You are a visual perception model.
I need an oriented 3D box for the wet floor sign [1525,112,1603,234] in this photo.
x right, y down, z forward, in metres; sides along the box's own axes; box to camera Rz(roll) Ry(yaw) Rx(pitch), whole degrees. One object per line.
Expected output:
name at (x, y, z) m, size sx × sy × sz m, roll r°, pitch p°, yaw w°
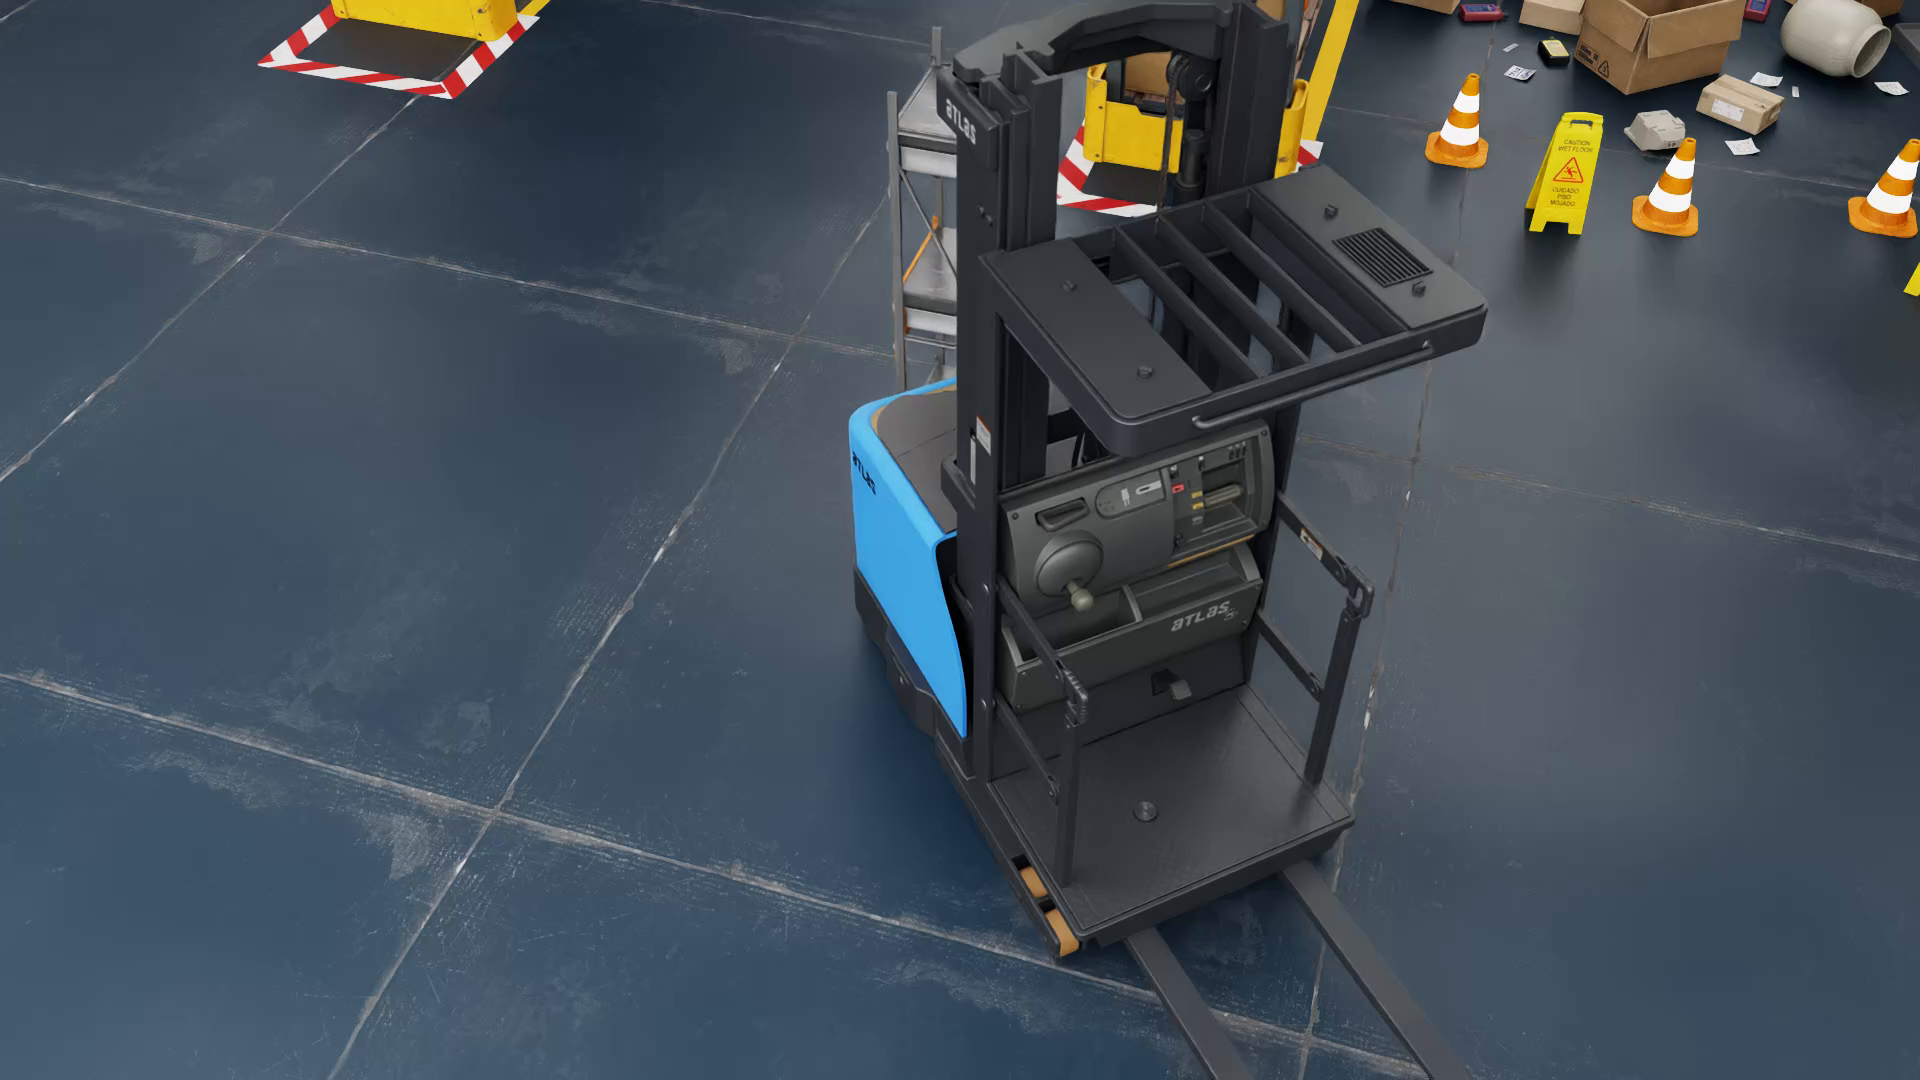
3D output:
wet floor sign at (3.169, -1.938, 8.668) m, size 0.267 × 0.644 × 0.232 m, roll 5°, pitch 45°, yaw 5°

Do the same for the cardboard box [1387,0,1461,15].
cardboard box at (3.010, -3.740, 10.612) m, size 0.500 × 0.500 × 0.500 m, roll 20°, pitch 48°, yaw 19°

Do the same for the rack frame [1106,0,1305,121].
rack frame at (1.291, -3.218, 8.293) m, size 1.000 × 3.000 × 0.127 m, roll 13°, pitch 46°, yaw 13°

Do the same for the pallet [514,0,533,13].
pallet at (-3.103, -3.924, 11.008) m, size 1.003 × 0.211 × 1.213 m, roll 13°, pitch 46°, yaw 13°

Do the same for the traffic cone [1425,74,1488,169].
traffic cone at (2.805, -2.365, 9.235) m, size 0.336 × 0.463 × 0.334 m, roll 13°, pitch 46°, yaw 13°

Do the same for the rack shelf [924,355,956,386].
rack shelf at (0.016, -0.401, 7.078) m, size 0.431 × 0.518 × 0.480 m, roll 13°, pitch 46°, yaw 13°

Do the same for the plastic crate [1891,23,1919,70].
plastic crate at (5.994, -2.987, 10.144) m, size 0.402 × 0.080 × 0.583 m, roll -2°, pitch 44°, yaw -2°

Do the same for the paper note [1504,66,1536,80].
paper note at (3.372, -2.814, 10.004) m, size 0.144 × 0.017 × 0.142 m, roll 28°, pitch 51°, yaw 26°

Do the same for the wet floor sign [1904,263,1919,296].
wet floor sign at (4.962, -1.496, 8.216) m, size 0.267 × 0.644 × 0.232 m, roll 28°, pitch 51°, yaw 26°

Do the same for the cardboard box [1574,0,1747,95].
cardboard box at (4.158, -3.052, 9.908) m, size 0.797 × 0.503 × 0.637 m, roll -16°, pitch 47°, yaw -16°

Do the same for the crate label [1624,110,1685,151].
crate label at (3.958, -2.320, 9.421) m, size 0.250 × 0.136 × 0.298 m, roll -9°, pitch 45°, yaw -9°

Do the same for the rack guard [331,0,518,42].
rack guard at (-3.382, -3.493, 10.362) m, size 1.175 × 0.500 × 0.348 m, roll 13°, pitch 46°, yaw 13°

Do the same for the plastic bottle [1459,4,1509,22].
plastic bottle at (3.314, -3.333, 10.511) m, size 0.283 × 0.061 × 0.133 m, roll -2°, pitch 44°, yaw -2°

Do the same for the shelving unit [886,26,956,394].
shelving unit at (0.016, -0.911, 6.579) m, size 0.431 × 2.100 × 0.503 m, roll 13°, pitch 46°, yaw 13°

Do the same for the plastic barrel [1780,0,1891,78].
plastic barrel at (5.222, -3.014, 9.926) m, size 0.421 × 0.421 × 0.512 m, roll -24°, pitch 49°, yaw -22°

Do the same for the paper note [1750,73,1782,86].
paper note at (4.829, -2.758, 9.954) m, size 0.148 × 0.019 × 0.142 m, roll 28°, pitch 51°, yaw 26°

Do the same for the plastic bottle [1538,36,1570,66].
plastic bottle at (3.621, -2.996, 10.167) m, size 0.133 × 0.061 × 0.283 m, roll -2°, pitch 44°, yaw -2°

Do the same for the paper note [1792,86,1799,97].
paper note at (4.953, -2.658, 9.858) m, size 0.032 × 0.001 × 0.123 m, roll 13°, pitch 46°, yaw 13°

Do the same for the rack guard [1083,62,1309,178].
rack guard at (1.284, -2.309, 9.151) m, size 1.175 × 0.500 × 0.348 m, roll 13°, pitch 46°, yaw 13°

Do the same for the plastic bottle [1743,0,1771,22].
plastic bottle at (5.073, -3.390, 10.570) m, size 0.133 × 0.061 × 0.283 m, roll 20°, pitch 48°, yaw 19°

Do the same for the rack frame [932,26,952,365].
rack frame at (0.091, -1.074, 6.745) m, size 0.400 × 2.100 × 0.015 m, roll 13°, pitch 46°, yaw 13°

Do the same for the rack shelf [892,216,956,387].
rack shelf at (0.016, -0.902, 6.589) m, size 0.431 × 0.518 × 0.480 m, roll 13°, pitch 46°, yaw 13°

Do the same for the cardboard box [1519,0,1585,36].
cardboard box at (3.737, -3.371, 10.405) m, size 0.396 × 0.266 × 0.258 m, roll 20°, pitch 48°, yaw 19°

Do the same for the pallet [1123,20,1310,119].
pallet at (1.459, -2.771, 9.830) m, size 1.003 × 0.211 × 1.213 m, roll 13°, pitch 46°, yaw 13°

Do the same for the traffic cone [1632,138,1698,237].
traffic cone at (3.779, -1.899, 8.759) m, size 0.336 × 0.463 × 0.334 m, roll 13°, pitch 46°, yaw 13°

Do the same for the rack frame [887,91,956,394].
rack frame at (-0.058, -0.749, 6.413) m, size 0.400 × 2.100 × 0.015 m, roll 13°, pitch 46°, yaw 13°

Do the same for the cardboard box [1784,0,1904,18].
cardboard box at (5.629, -3.585, 10.453) m, size 0.500 × 0.500 × 0.500 m, roll -24°, pitch 49°, yaw -22°

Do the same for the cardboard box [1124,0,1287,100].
cardboard box at (1.434, -3.075, 9.366) m, size 0.875 × 0.875 × 0.875 m, roll 13°, pitch 46°, yaw 13°

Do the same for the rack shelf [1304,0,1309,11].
rack shelf at (1.897, -4.294, 9.907) m, size 1.077 × 0.370 × 4.000 m, roll 13°, pitch 46°, yaw 13°

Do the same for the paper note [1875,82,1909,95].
paper note at (5.537, -2.690, 9.876) m, size 0.142 × 0.019 × 0.148 m, roll -2°, pitch 44°, yaw -2°

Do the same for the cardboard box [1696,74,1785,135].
cardboard box at (4.511, -2.519, 9.617) m, size 0.250 × 0.149 × 0.380 m, roll -33°, pitch 53°, yaw -29°

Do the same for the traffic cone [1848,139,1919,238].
traffic cone at (4.940, -1.890, 8.750) m, size 0.336 × 0.463 × 0.334 m, roll 13°, pitch 46°, yaw 13°

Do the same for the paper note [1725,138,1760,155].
paper note at (4.429, -2.228, 9.404) m, size 0.148 × 0.019 × 0.142 m, roll -2°, pitch 44°, yaw -2°

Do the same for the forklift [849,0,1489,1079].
forklift at (0.666, 0.019, 5.034) m, size 1.130 × 2.935 × 3.031 m, roll -19°, pitch 47°, yaw -18°

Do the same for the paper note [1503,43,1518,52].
paper note at (3.393, -3.034, 10.242) m, size 0.123 × 0.001 × 0.032 m, roll -33°, pitch 53°, yaw -29°

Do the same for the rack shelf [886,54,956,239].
rack shelf at (0.016, -1.402, 6.099) m, size 0.431 × 0.518 × 0.480 m, roll 13°, pitch 46°, yaw 13°

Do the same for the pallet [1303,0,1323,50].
pallet at (1.830, -3.582, 10.658) m, size 1.003 × 0.211 × 1.213 m, roll 13°, pitch 46°, yaw 13°
